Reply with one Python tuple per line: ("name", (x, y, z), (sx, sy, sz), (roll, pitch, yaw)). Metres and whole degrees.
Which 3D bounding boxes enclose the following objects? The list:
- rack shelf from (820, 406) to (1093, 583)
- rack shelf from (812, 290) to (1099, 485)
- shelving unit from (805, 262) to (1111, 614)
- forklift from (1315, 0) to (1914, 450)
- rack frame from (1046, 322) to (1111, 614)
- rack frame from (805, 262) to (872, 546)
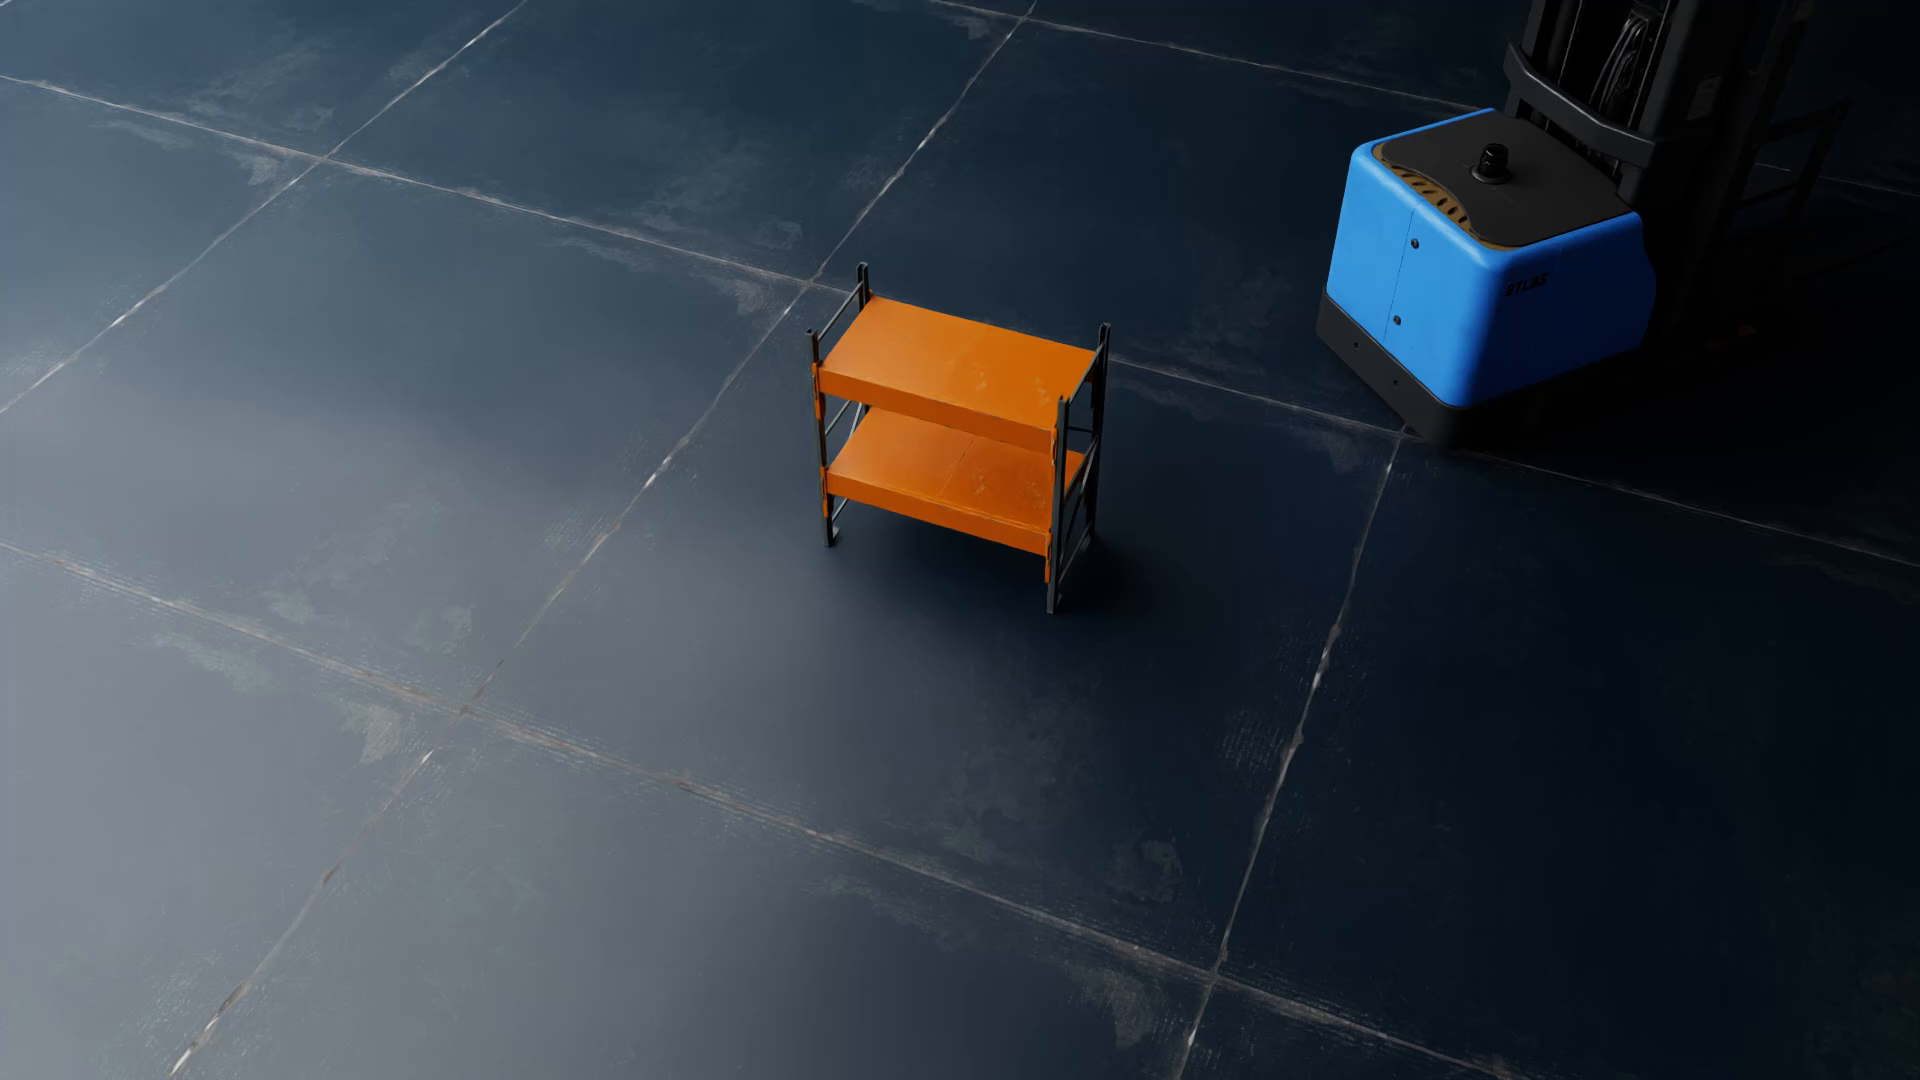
("rack shelf", (-0.006, -0.227, 6.867), (1.000, 0.278, 0.538), (16, 47, 16))
("rack shelf", (-0.006, -0.608, 6.488), (1.000, 0.278, 0.538), (16, 47, 16))
("shelving unit", (-0.006, -0.401, 6.694), (1.048, 1.125, 0.538), (16, 47, 16))
("forklift", (3.264, -2.160, 7.182), (3.031, 2.935, 1.130), (-19, 48, -18))
("rack frame", (0.463, -0.263, 6.555), (0.032, 1.125, 0.500), (16, 47, 16))
("rack frame", (-0.475, -0.539, 6.833), (0.032, 1.125, 0.500), (16, 47, 16))
